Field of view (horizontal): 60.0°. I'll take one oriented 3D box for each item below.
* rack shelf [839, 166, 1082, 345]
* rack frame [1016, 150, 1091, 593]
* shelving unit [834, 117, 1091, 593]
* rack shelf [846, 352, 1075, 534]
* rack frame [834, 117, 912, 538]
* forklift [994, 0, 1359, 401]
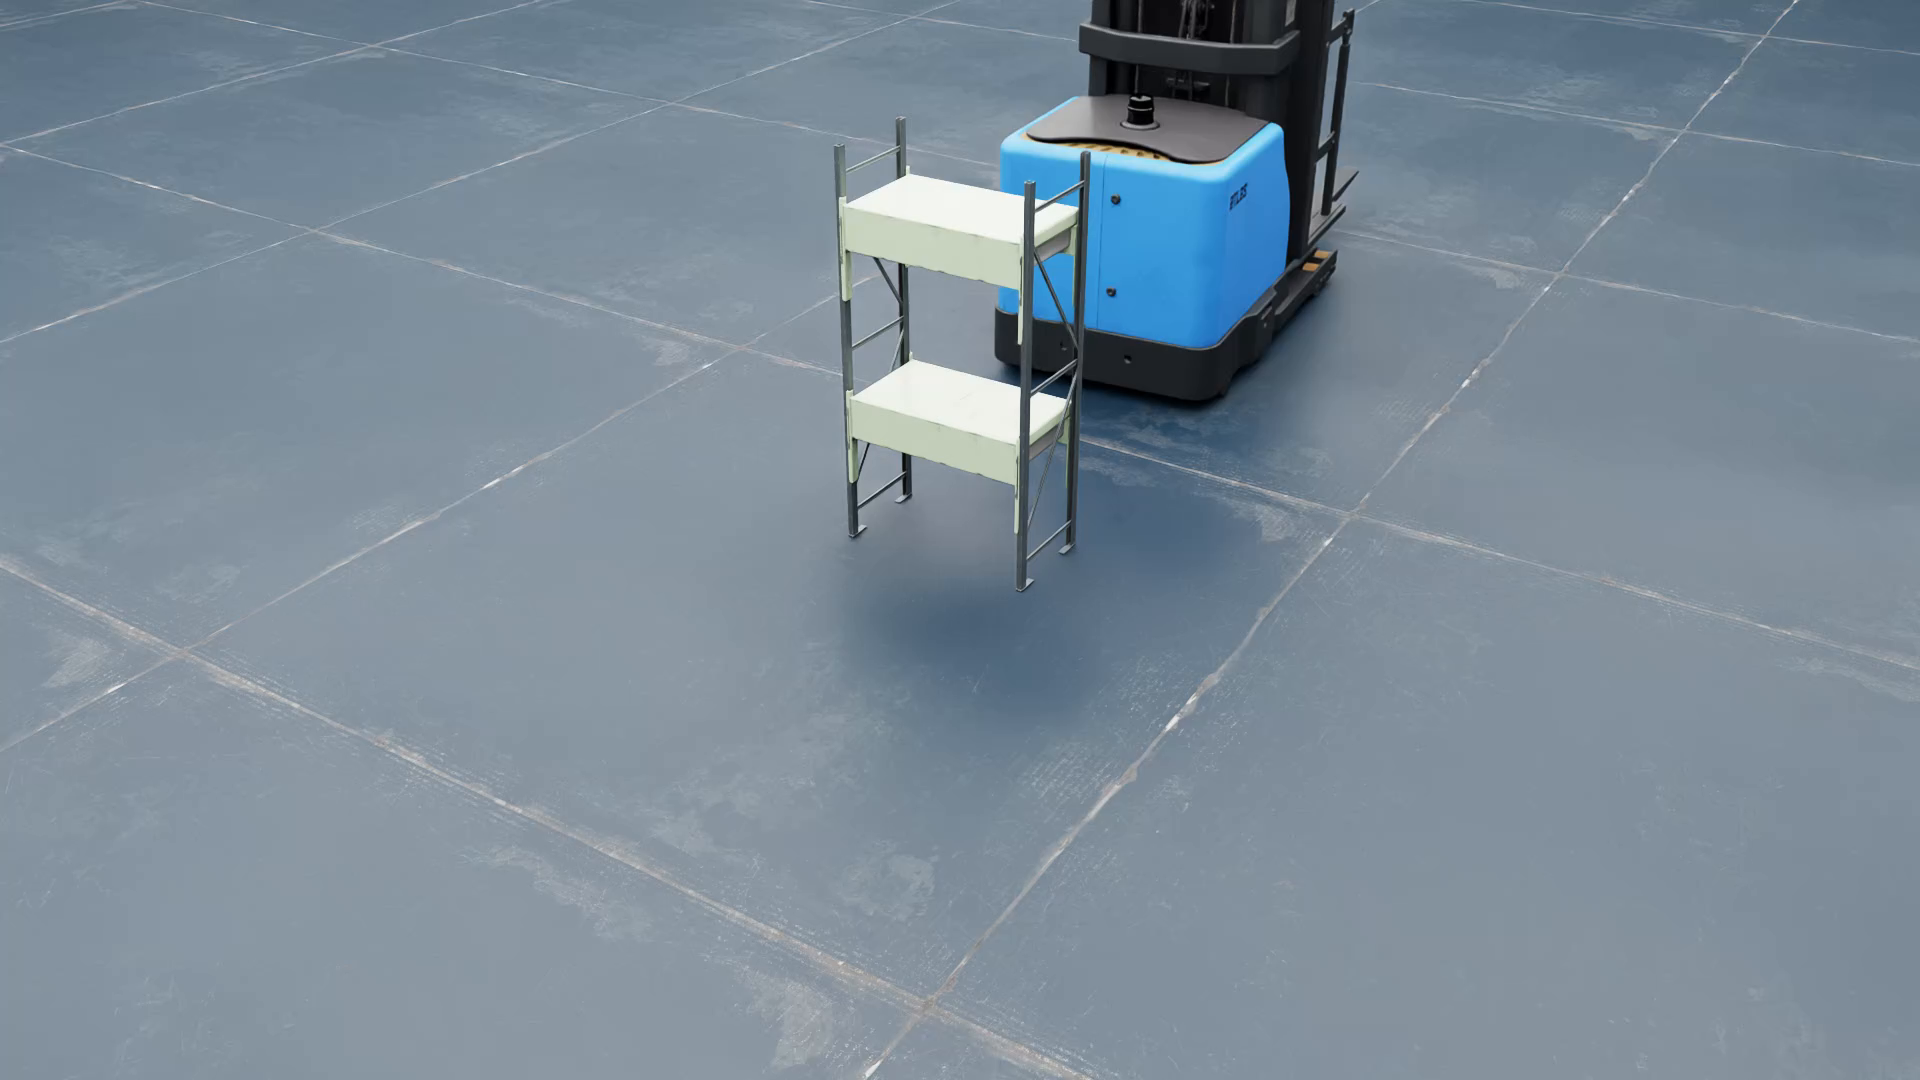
[{"bbox_3d":[0.006,-0.983,5.672,0.720,0.370,0.431,18,35,27],"label":"rack shelf"},{"bbox_3d":[0.316,-0.548,5.701,0.023,1.500,0.400,18,35,27],"label":"rack frame"},{"bbox_3d":[0.006,-0.646,5.869,0.755,1.500,0.431,18,35,27],"label":"shelving unit"},{"bbox_3d":[0.006,-0.364,6.033,0.720,0.370,0.431,18,35,27],"label":"rack shelf"},{"bbox_3d":[-0.304,-0.744,6.037,0.023,1.500,0.400,18,35,27],"label":"rack frame"},{"bbox_3d":[1.274,-2.582,7.767,1.130,2.935,3.031,14,33,23],"label":"forklift"}]
